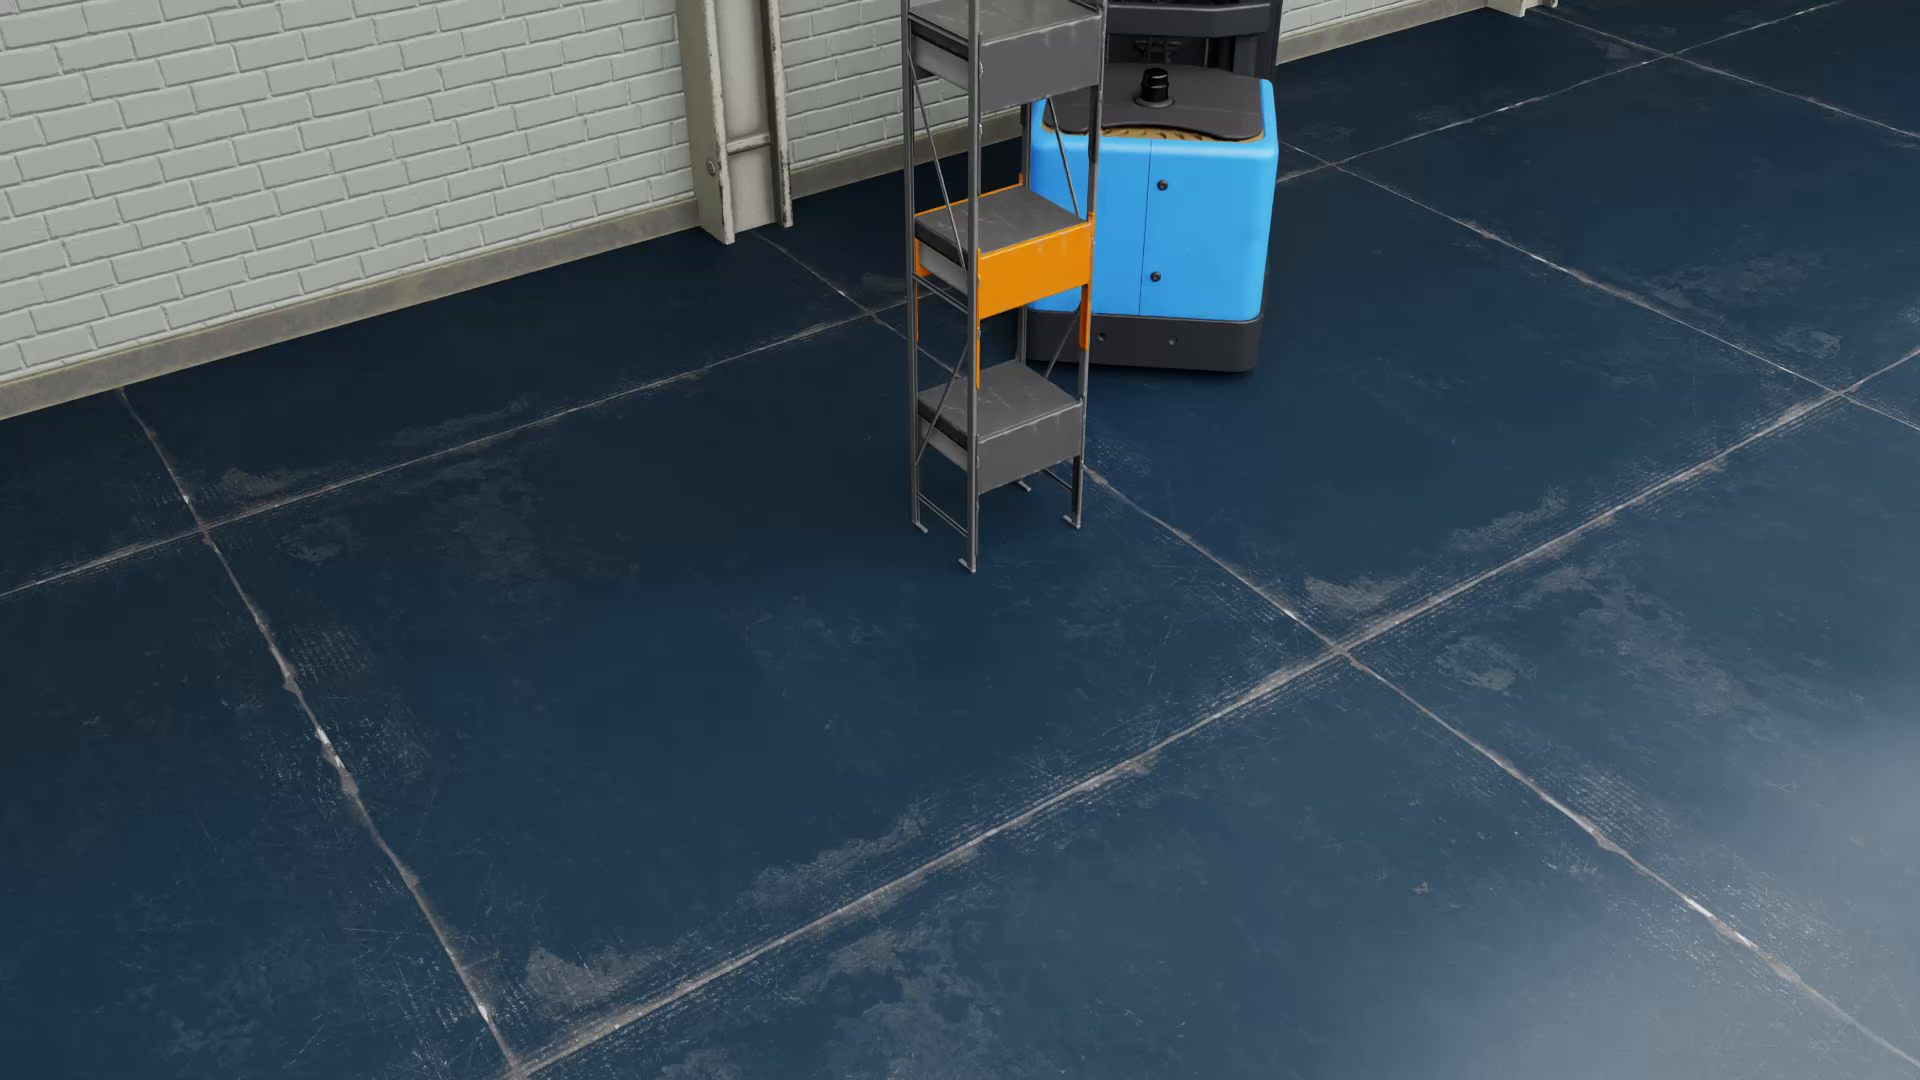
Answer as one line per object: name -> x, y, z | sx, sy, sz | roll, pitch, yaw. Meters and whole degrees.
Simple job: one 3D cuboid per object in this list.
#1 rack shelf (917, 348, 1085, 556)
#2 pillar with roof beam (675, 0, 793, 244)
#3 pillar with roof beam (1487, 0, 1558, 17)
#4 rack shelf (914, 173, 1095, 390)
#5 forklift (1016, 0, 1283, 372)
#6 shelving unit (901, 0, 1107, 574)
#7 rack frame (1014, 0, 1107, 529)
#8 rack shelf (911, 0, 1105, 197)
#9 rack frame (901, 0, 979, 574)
rack shelf -> 0.135, -0.329, 6.131 | 0.480, 0.518, 0.431 | -22, 41, -28
pillar with roof beam -> 1.383, -3.213, 3.010 | 0.400, 9.000, 9.100 | -22, 41, -28
pillar with roof beam -> 6.287, -5.231, 5.816 | 0.400, 9.000, 9.100 | -22, 41, -28
rack shelf -> 0.135, -0.897, 5.722 | 0.480, 0.518, 0.431 | -22, 41, -28
forklift -> 0.933, -2.758, 7.574 | 1.130, 2.935, 3.031 | 4, 36, 5
shelving unit -> 0.135, -0.908, 5.714 | 0.503, 2.100, 0.431 | -22, 41, -28
rack frame -> 0.335, -0.990, 5.828 | 0.015, 2.100, 0.400 | -22, 41, -28
rack shelf -> 0.135, -1.465, 5.314 | 0.480, 0.518, 0.431 | -22, 41, -28
rack frame -> -0.064, -0.826, 5.600 | 0.015, 2.100, 0.400 | -22, 41, -28
